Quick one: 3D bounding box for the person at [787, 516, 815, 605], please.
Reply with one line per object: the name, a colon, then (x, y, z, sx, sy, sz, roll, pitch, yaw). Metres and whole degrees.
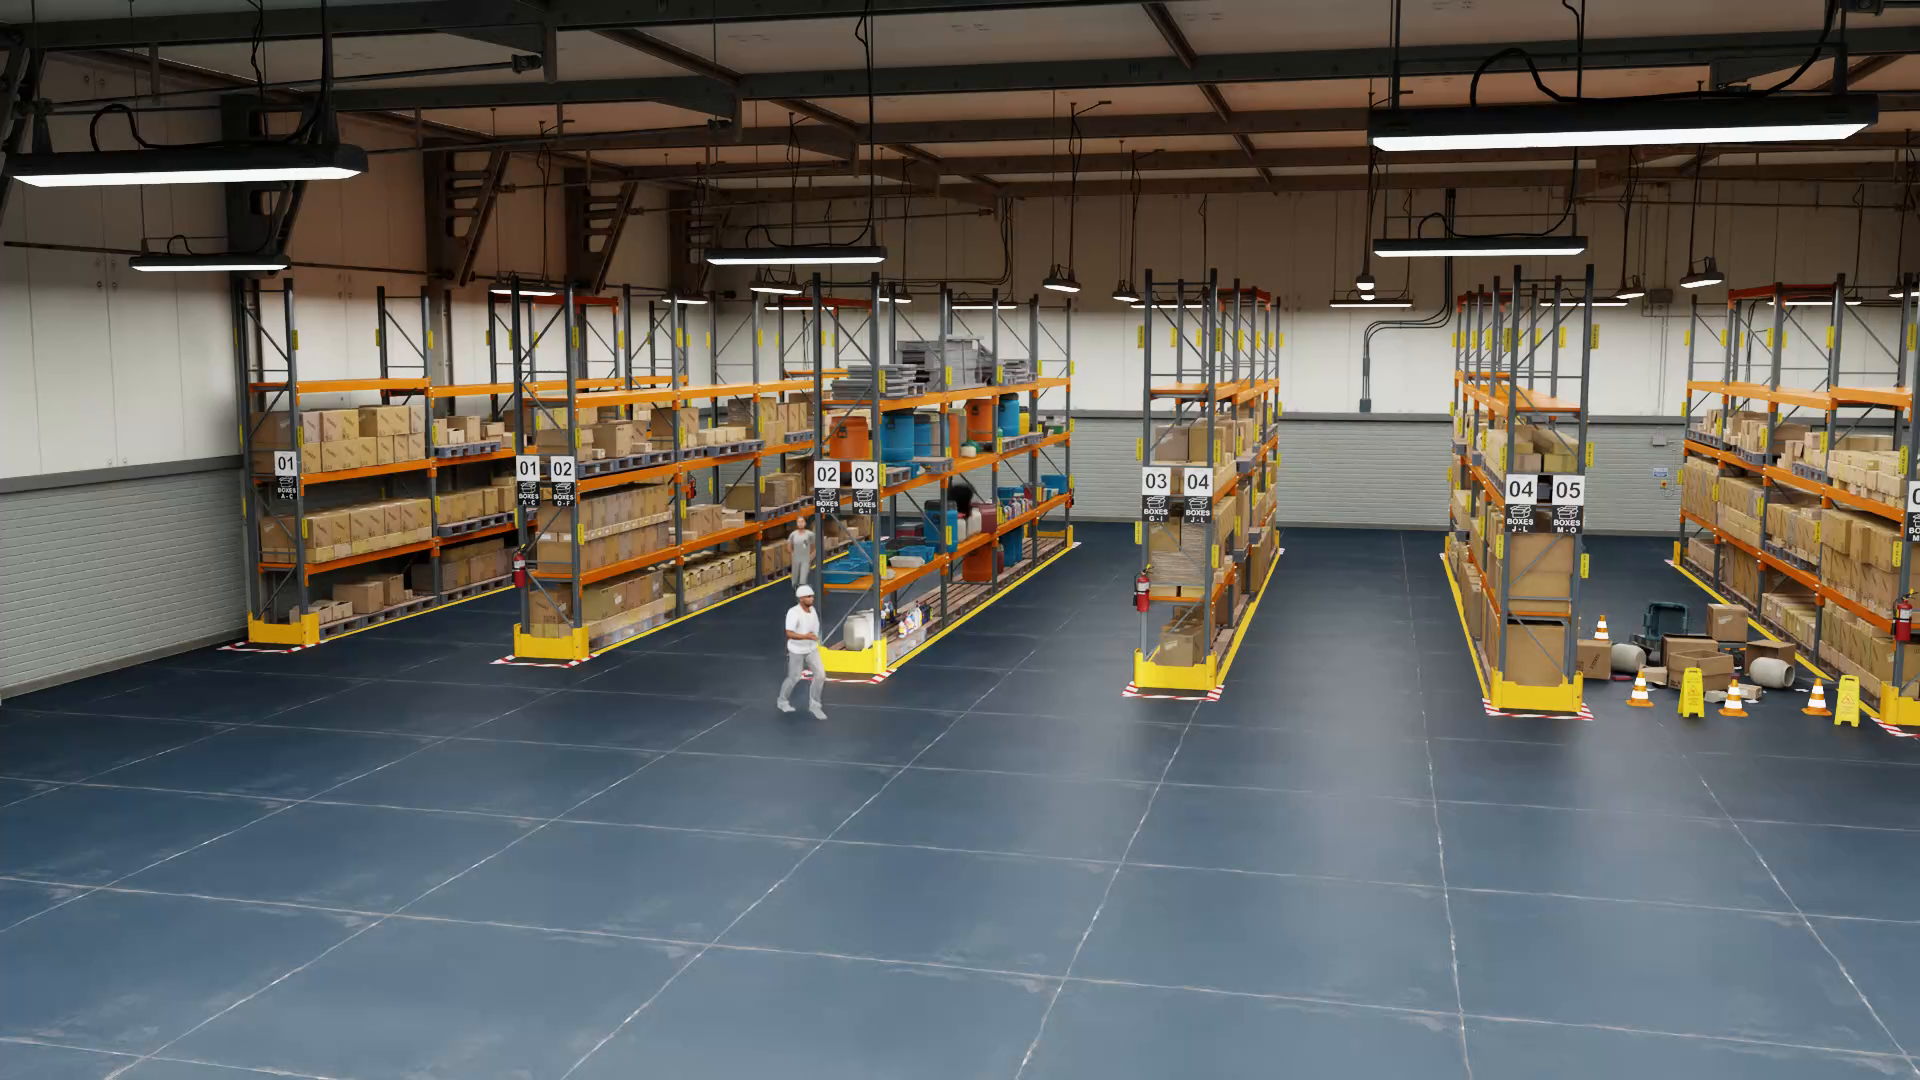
person: (-2.775, 0.391, 29.279, 0.573, 1.639, 0.692, 1, 7, 7)

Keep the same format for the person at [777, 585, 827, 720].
person: (-2.095, 1.496, 22.056, 0.826, 1.812, 0.628, 6, 9, 40)

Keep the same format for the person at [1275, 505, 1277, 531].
person: (7.400, -0.687, 40.370, 0.742, 1.752, 0.707, 1, 7, 9)
